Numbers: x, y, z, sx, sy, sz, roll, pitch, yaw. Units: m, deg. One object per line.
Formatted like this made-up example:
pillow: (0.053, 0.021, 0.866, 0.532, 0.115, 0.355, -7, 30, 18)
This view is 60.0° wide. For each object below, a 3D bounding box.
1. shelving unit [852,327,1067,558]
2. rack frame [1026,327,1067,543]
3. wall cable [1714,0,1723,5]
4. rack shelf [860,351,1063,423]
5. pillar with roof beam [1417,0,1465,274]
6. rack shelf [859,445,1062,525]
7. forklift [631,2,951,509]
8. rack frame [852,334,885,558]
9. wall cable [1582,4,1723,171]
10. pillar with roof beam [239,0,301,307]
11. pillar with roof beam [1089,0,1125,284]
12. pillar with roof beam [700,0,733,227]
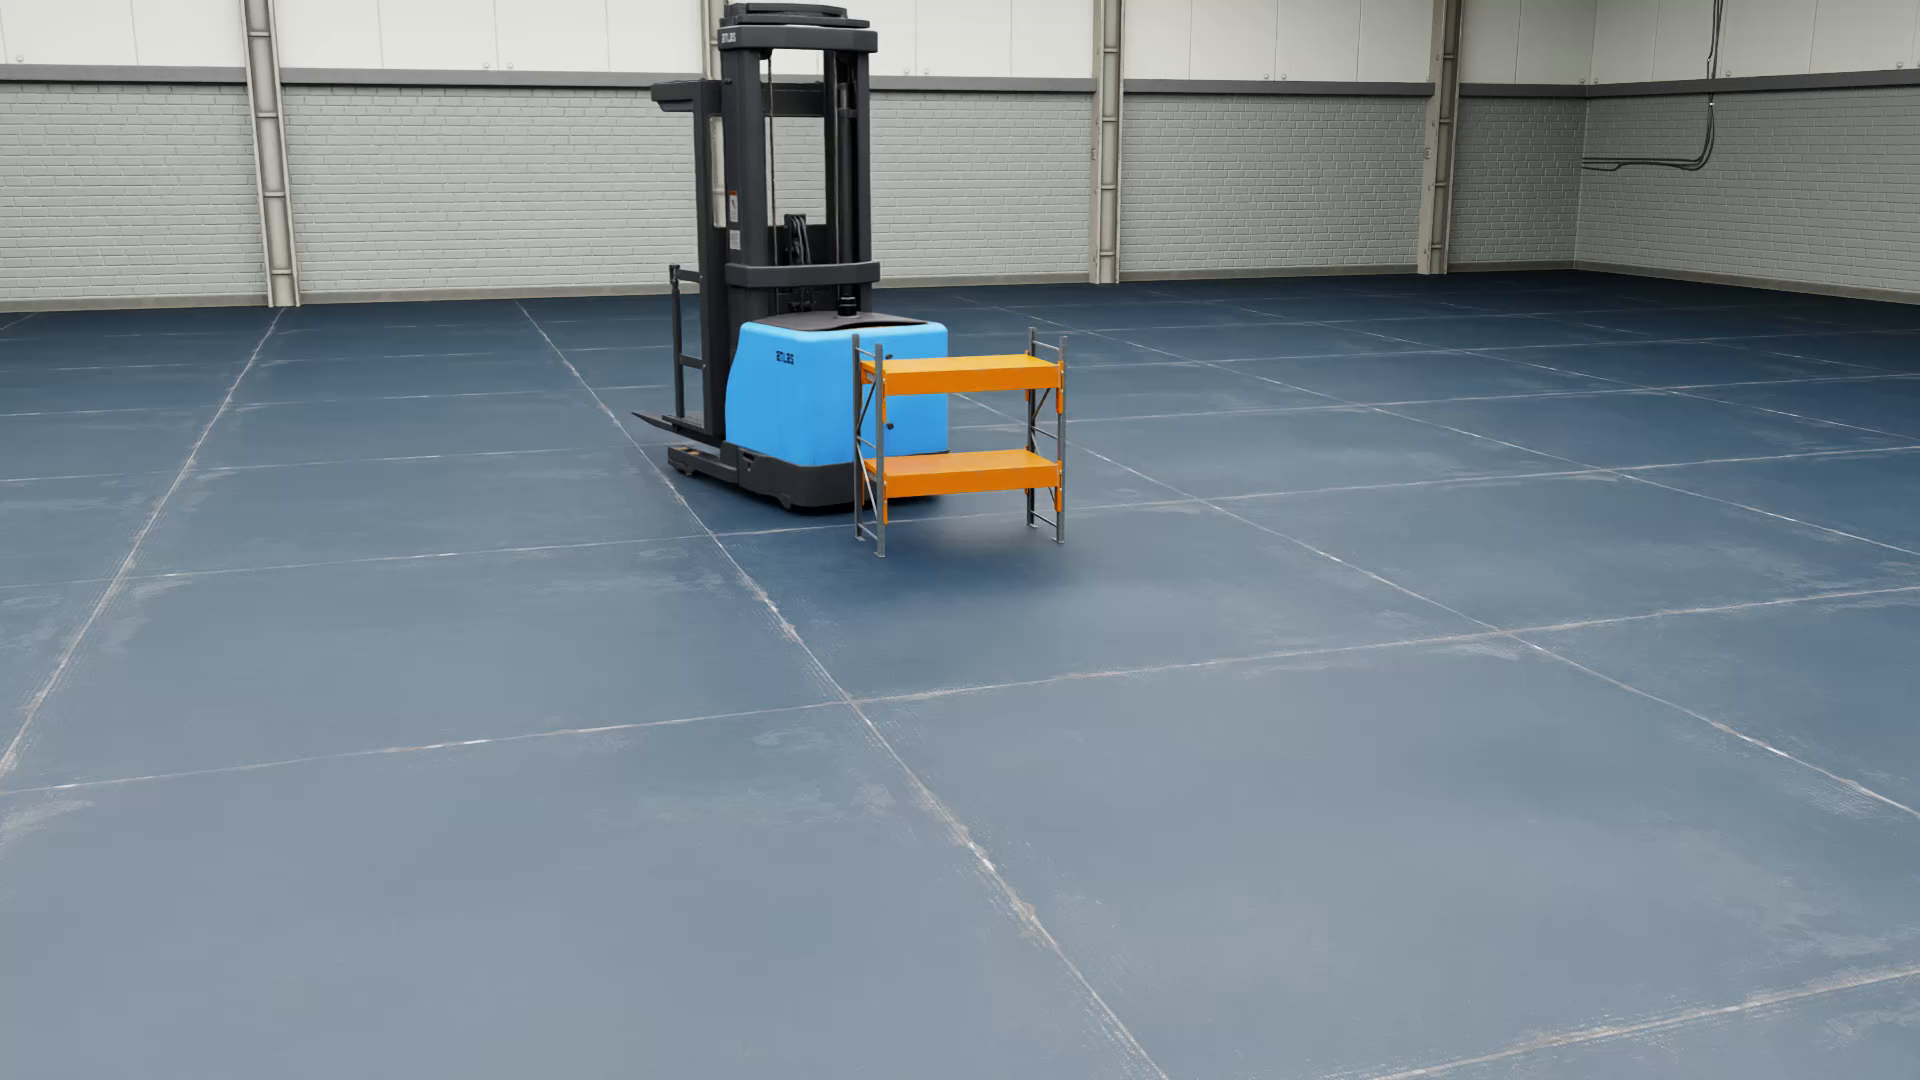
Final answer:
shelving unit: (-0.006, -0.547, 9.011, 1.048, 1.125, 0.538, -4, 14, -18)
rack frame: (0.475, -0.584, 9.168, 0.032, 1.125, 0.500, -4, 14, -18)
wall cable: (12.026, -9.151, 23.965, 0.112, 2.526, 3.097, -4, 14, -18)
rack shelf: (-0.006, -0.831, 8.943, 1.000, 0.278, 0.538, -4, 14, -18)
pillar with roof beam: (9.323, -7.926, 23.020, 0.400, 9.000, 9.100, -4, 14, -18)
rack shelf: (-0.006, -0.309, 9.067, 1.000, 0.278, 0.538, -4, 14, -18)
forklift: (-1.287, -1.896, 10.781, 1.130, 2.935, 3.031, -9, 16, -32)
rack frame: (-0.488, -0.509, 8.853, 0.032, 1.125, 0.500, -4, 14, -18)
wall cable: (11.163, -7.287, 27.044, 0.112, 2.526, 3.097, -4, 14, -18)
pillar with roof beam: (-7.737, -6.598, 17.435, 0.400, 9.000, 9.100, -4, 14, -18)
pillar with roof beam: (3.636, -7.484, 21.158, 0.400, 9.000, 9.100, -4, 14, -18)
pillar with roof beam: (-2.051, -7.041, 19.297, 0.400, 9.000, 9.100, -4, 14, -18)
